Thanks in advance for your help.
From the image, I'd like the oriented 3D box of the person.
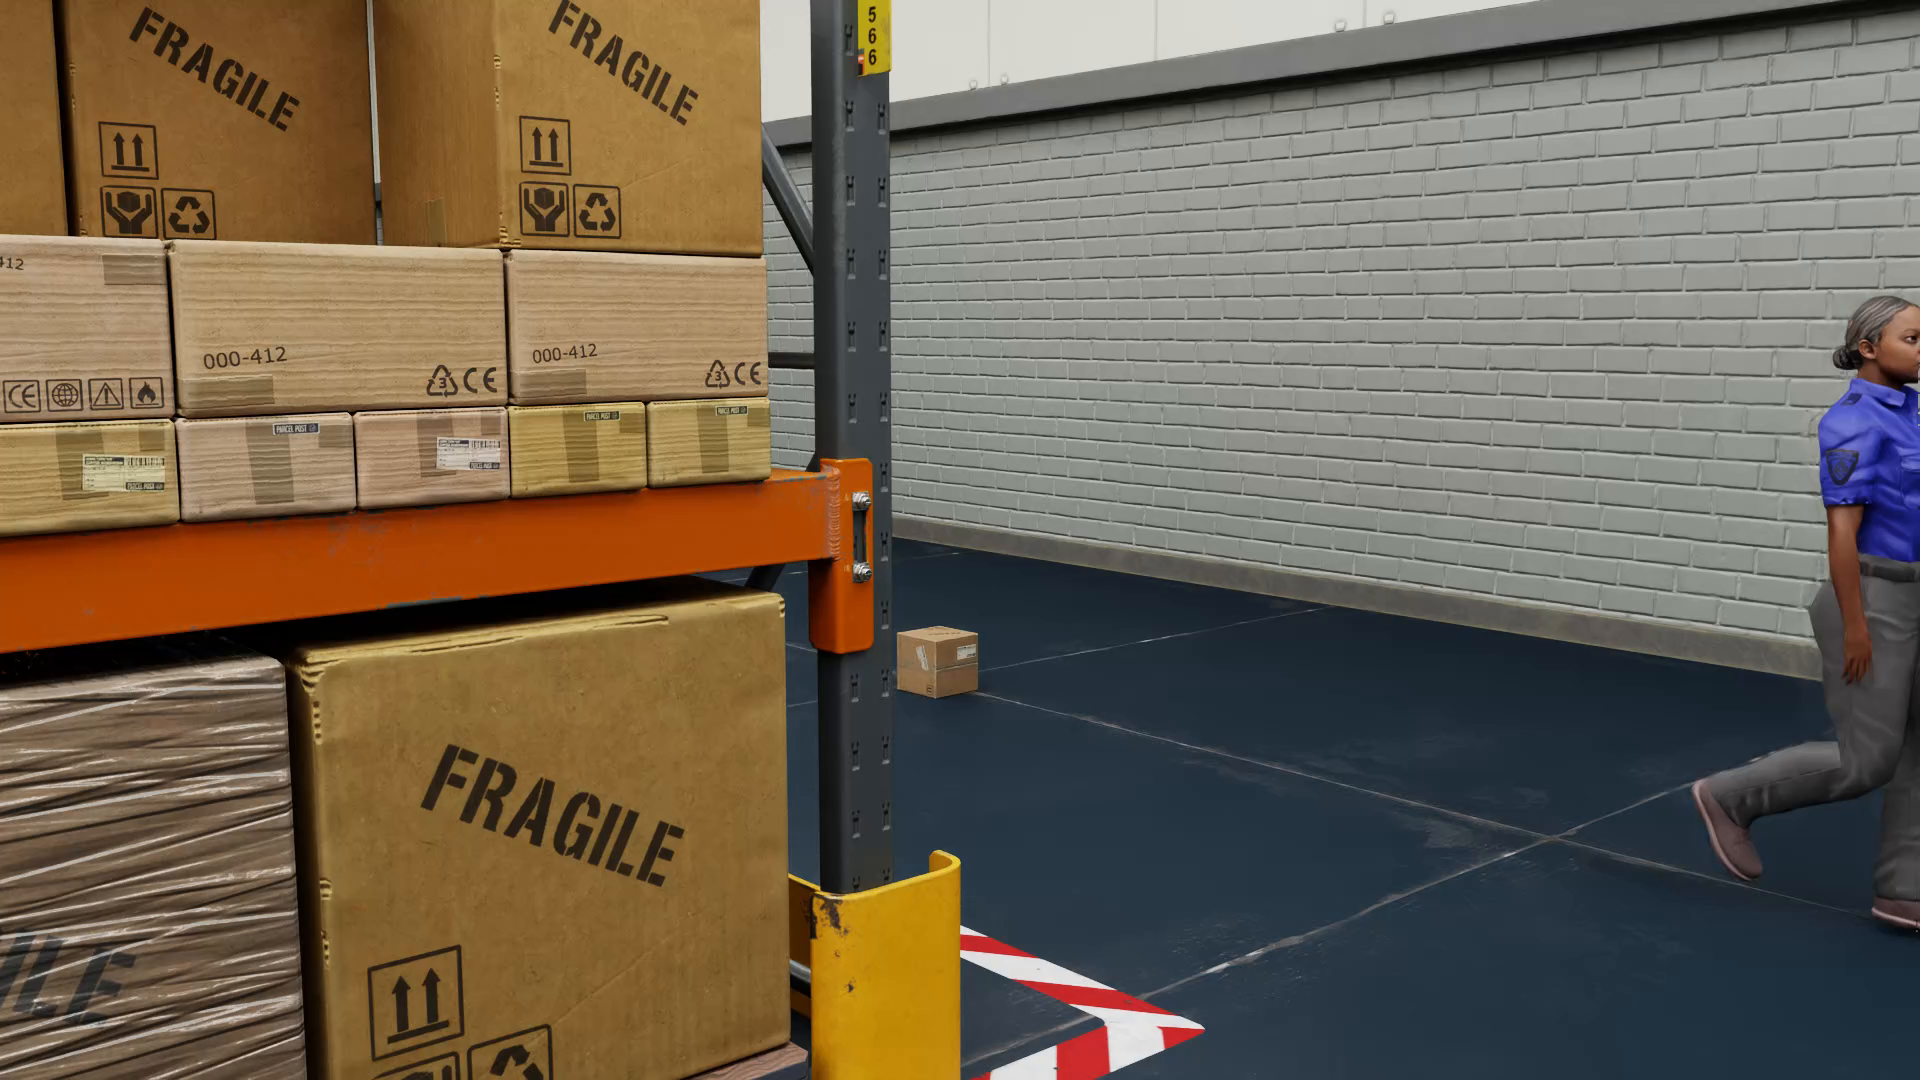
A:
[{"bbox_3d":[2.349,0.186,4.330,0.450,1.628,0.723,-6,10,-38],"label":"person"}]
